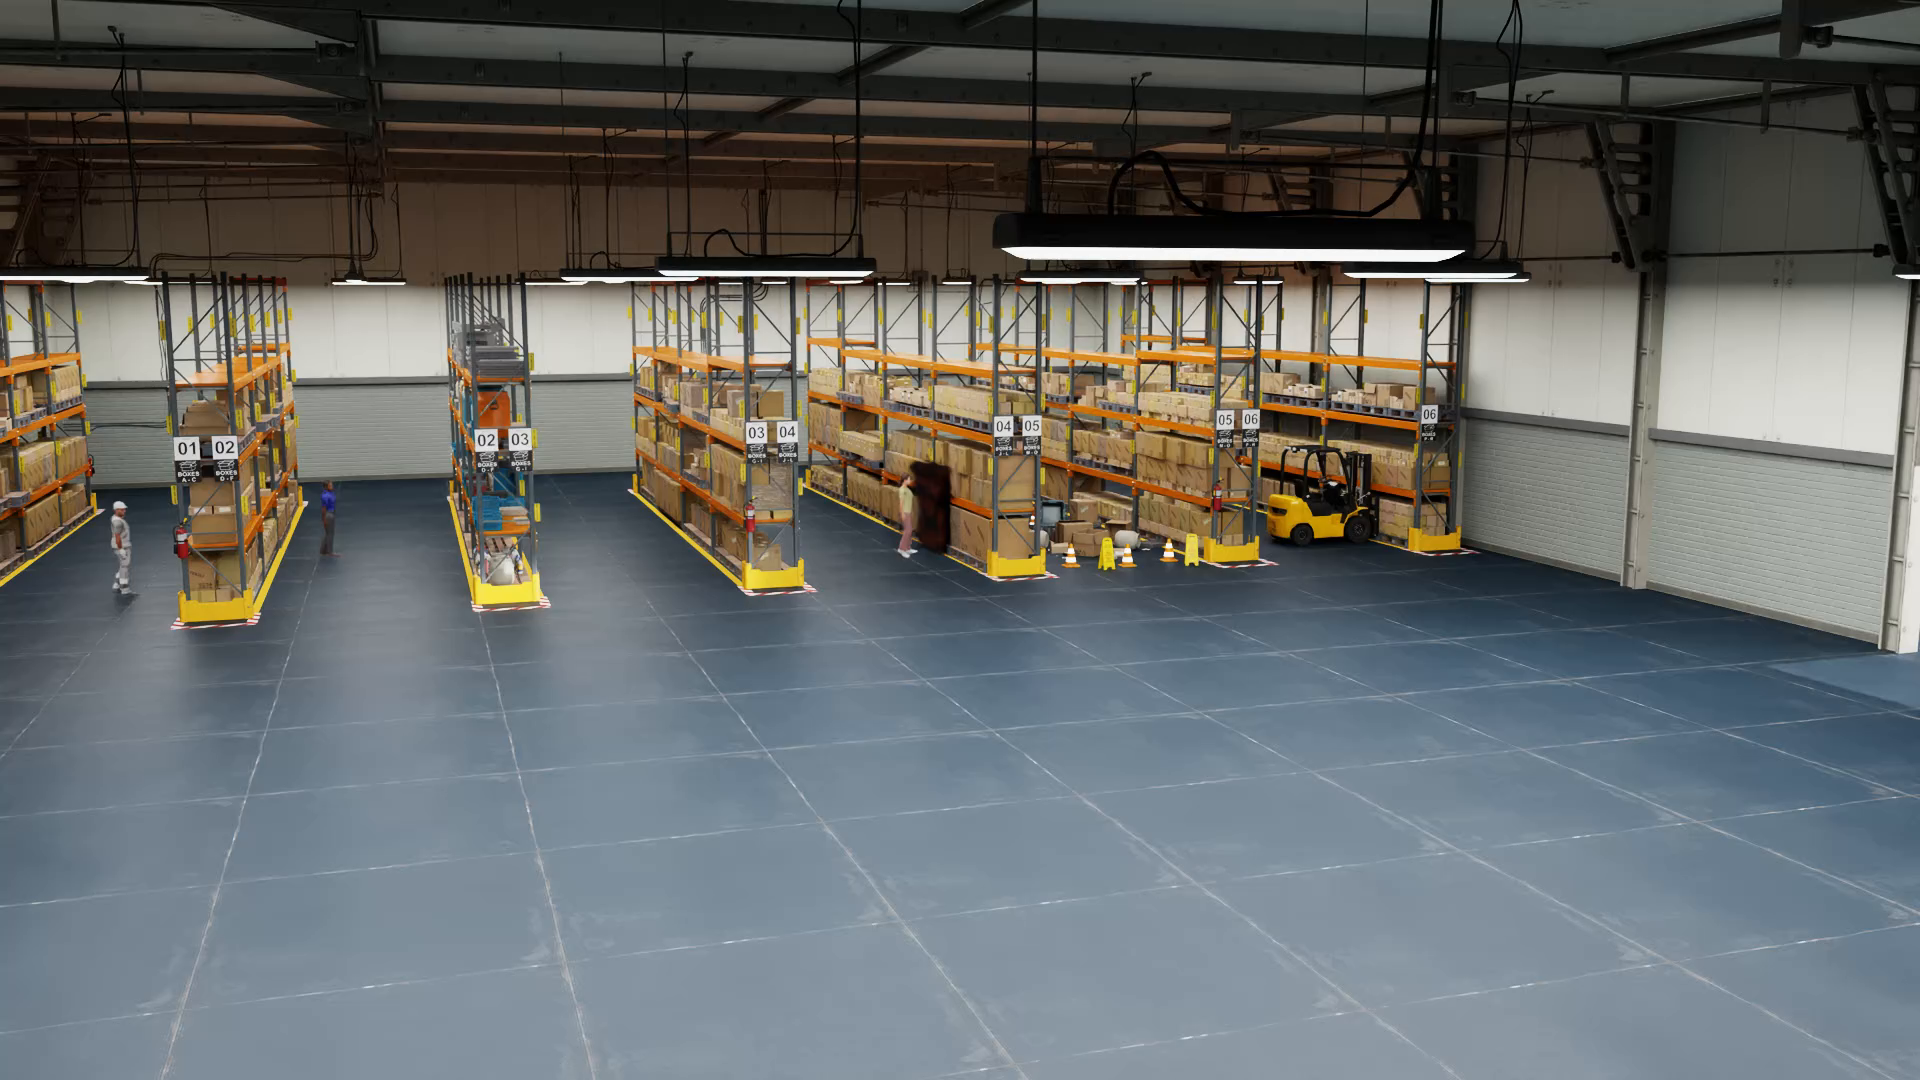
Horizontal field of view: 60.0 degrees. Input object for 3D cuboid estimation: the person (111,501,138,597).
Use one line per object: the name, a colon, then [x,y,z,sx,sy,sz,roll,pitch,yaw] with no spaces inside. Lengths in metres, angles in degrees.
person: [-15.624,0.163,31.038,0.415,1.795,0.564,-8,12,-42]

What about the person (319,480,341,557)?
person: [-13.531,-0.460,35.605,0.418,1.674,0.481,-4,9,-24]

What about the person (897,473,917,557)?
person: [-1.094,-0.527,34.194,0.394,1.712,0.495,1,9,4]
